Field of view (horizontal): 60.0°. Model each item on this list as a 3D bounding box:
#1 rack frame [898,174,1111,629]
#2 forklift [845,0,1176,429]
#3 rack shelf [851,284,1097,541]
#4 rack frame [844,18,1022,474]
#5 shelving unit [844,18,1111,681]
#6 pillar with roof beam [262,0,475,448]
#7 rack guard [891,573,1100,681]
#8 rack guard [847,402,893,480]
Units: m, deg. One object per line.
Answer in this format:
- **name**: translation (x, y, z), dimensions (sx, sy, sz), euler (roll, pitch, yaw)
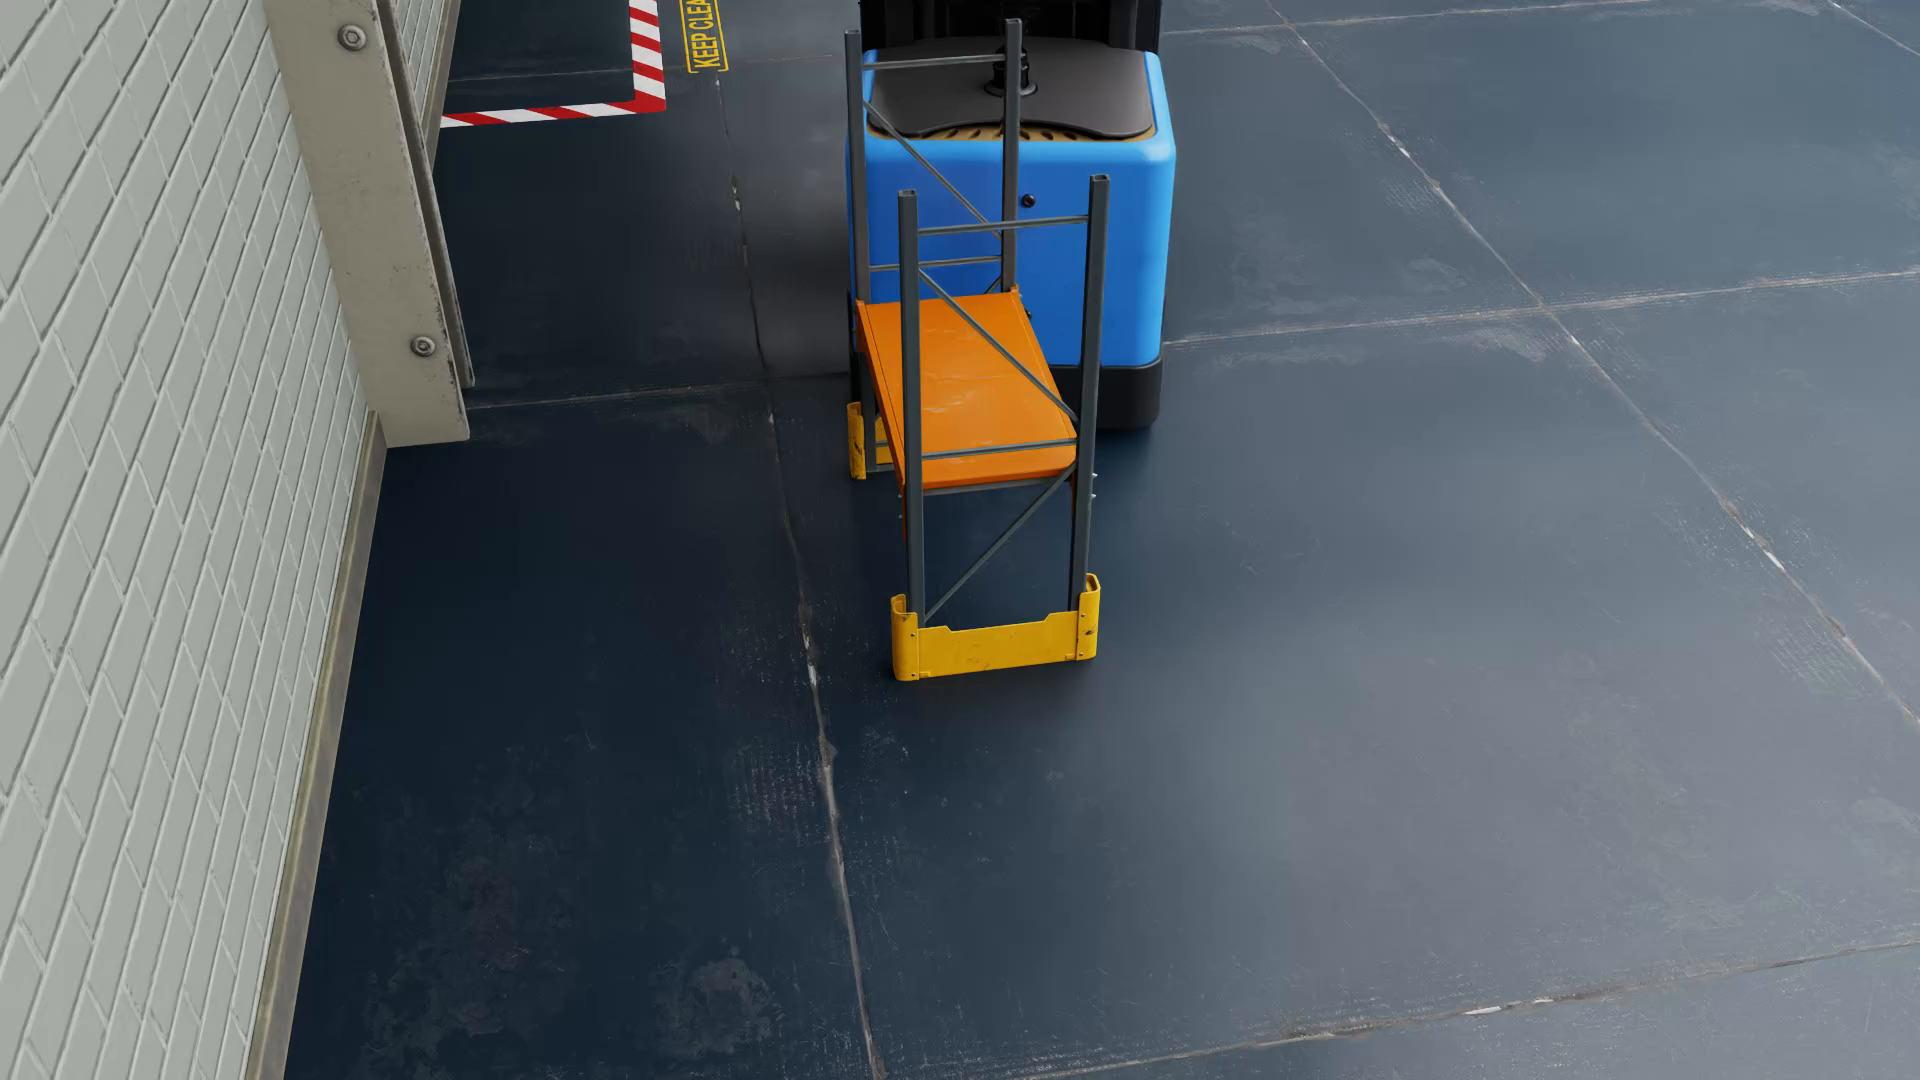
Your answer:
- **rack frame**: translation (0.104, -0.234, 4.328), dimensions (0.500, 1.500, 0.032), euler (-6, 38, -8)
- **forklift**: translation (0.187, -2.410, 5.963), dimensions (1.130, 2.935, 3.031), euler (1, 38, 1)
- **rack shelf**: translation (0.015, -0.399, 4.834), dimensions (0.538, 0.185, 1.000), euler (-6, 38, -8)
- **rack frame**: translation (-0.074, -0.848, 5.119), dimensions (0.500, 1.500, 0.032), euler (-6, 38, -8)
- **shelving unit**: translation (0.013, -0.546, 4.731), dimensions (0.587, 1.500, 1.083), euler (-6, 38, -8)
- **pillar with roof beam**: translation (2.370, -4.463, 3.660), dimensions (9.100, 9.000, 0.400), euler (-6, 38, -8)
- **rack guard**: translation (0.101, 0.248, 4.727), dimensions (0.587, 0.250, 0.087), euler (-6, 38, -8)
- **rack guard**: translation (-0.074, -0.353, 5.501), dimensions (0.587, 0.250, 0.087), euler (-6, 38, -8)
